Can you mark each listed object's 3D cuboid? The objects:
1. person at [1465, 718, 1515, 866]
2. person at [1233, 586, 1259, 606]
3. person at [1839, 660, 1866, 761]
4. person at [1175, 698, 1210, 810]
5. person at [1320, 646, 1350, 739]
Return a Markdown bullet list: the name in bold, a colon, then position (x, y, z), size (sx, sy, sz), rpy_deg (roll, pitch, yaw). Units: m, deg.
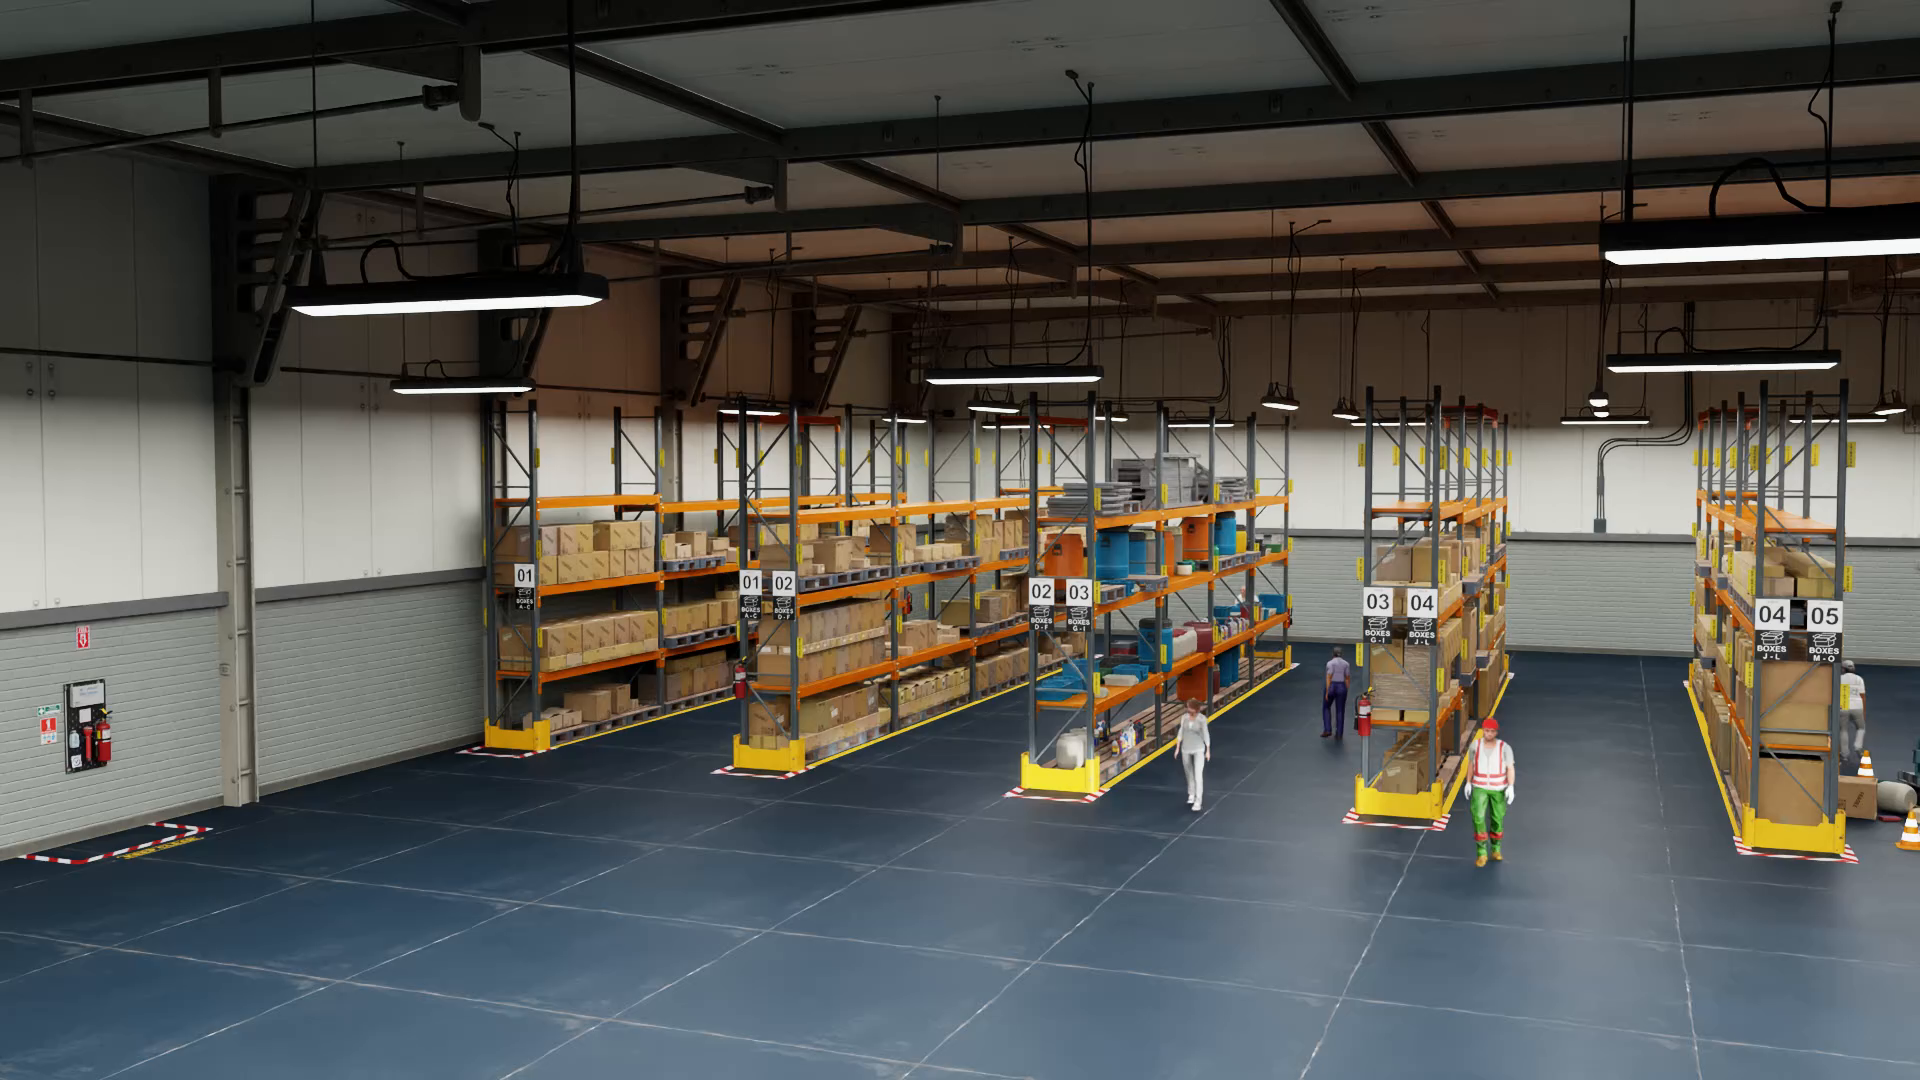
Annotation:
- **person**: position (6.548, 3.114, 20.565), size (0.611, 1.846, 0.557), rpy_deg (1, 3, 23)
- **person**: position (7.504, 2.029, 43.425), size (0.746, 1.685, 0.655), rpy_deg (2, 3, 32)
- **person**: position (14.695, 2.819, 27.460), size (0.529, 1.662, 0.496), rpy_deg (1, 3, 22)
- **person**: position (3.325, 3.036, 23.796), size (0.451, 1.560, 0.786), rpy_deg (2, 3, 28)
- **person**: position (6.717, 2.745, 29.655), size (0.504, 1.688, 0.576), rpy_deg (0, 3, 2)
